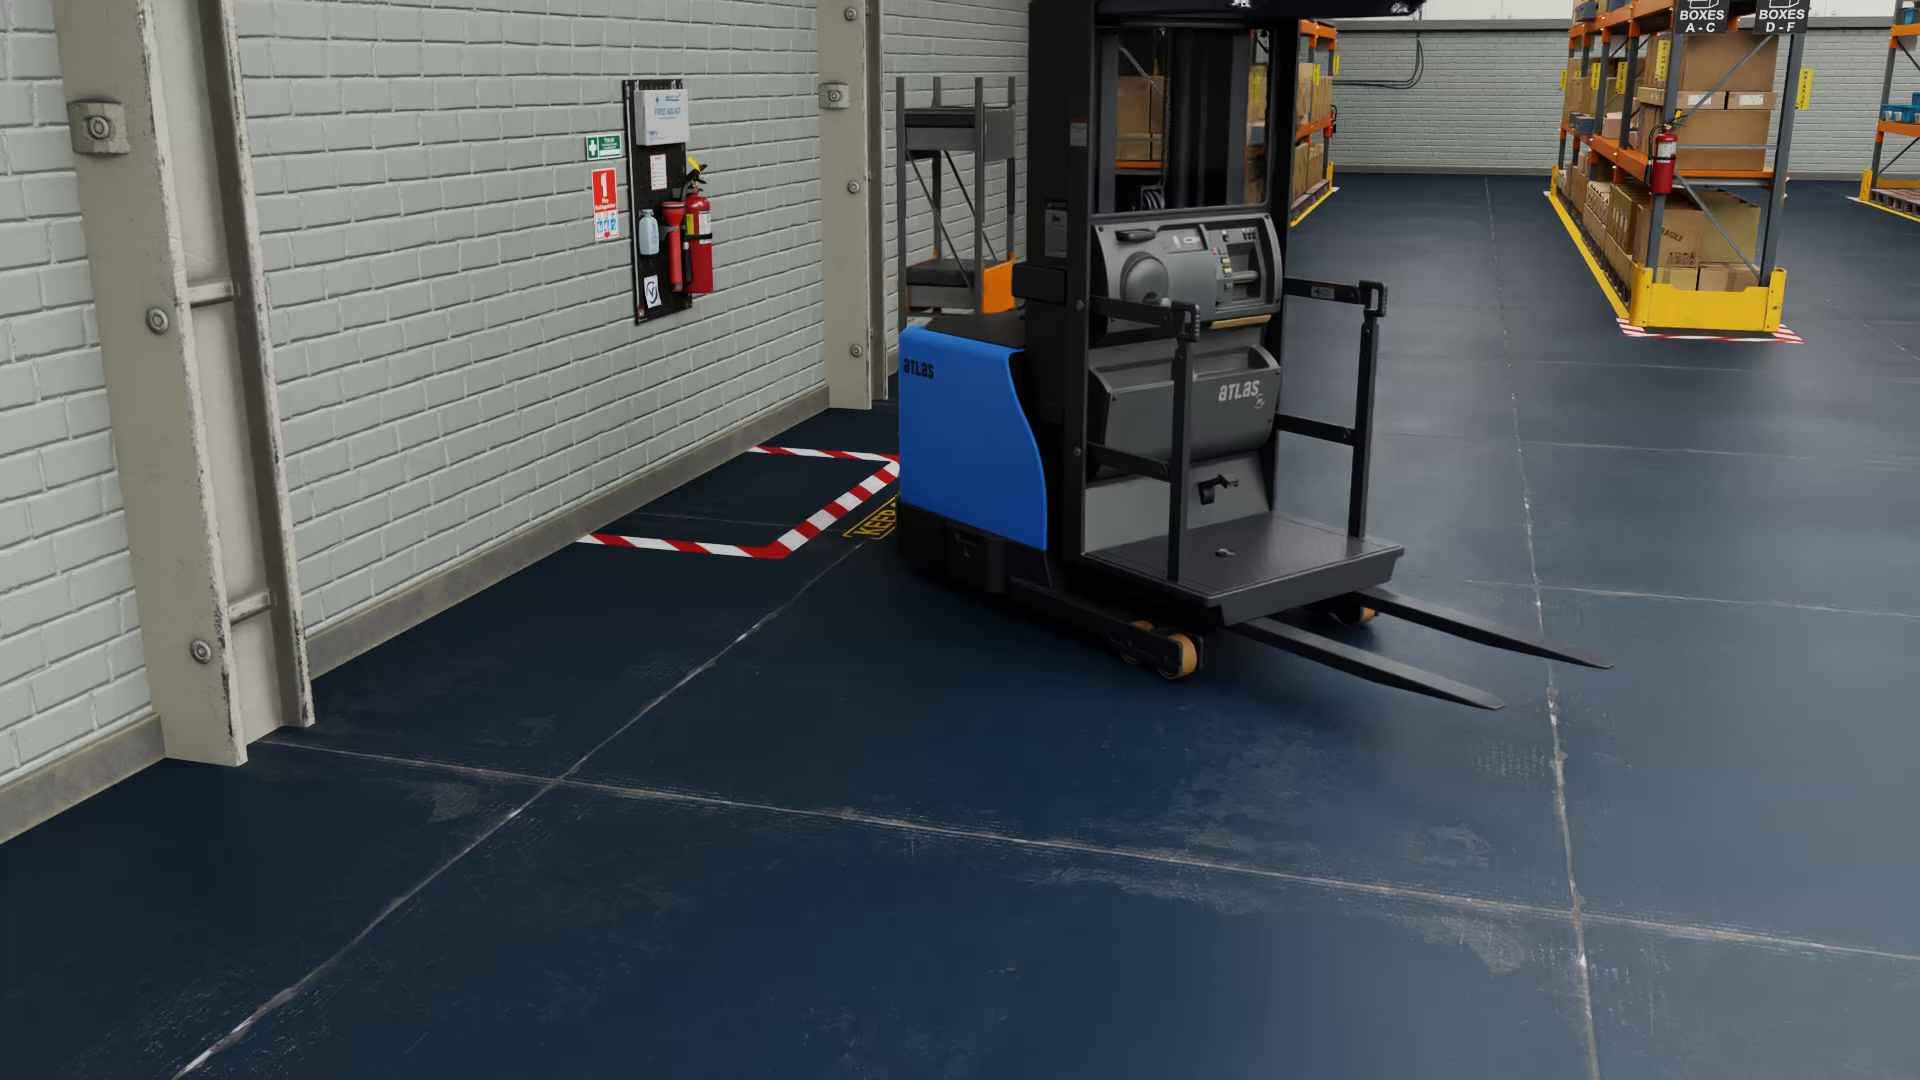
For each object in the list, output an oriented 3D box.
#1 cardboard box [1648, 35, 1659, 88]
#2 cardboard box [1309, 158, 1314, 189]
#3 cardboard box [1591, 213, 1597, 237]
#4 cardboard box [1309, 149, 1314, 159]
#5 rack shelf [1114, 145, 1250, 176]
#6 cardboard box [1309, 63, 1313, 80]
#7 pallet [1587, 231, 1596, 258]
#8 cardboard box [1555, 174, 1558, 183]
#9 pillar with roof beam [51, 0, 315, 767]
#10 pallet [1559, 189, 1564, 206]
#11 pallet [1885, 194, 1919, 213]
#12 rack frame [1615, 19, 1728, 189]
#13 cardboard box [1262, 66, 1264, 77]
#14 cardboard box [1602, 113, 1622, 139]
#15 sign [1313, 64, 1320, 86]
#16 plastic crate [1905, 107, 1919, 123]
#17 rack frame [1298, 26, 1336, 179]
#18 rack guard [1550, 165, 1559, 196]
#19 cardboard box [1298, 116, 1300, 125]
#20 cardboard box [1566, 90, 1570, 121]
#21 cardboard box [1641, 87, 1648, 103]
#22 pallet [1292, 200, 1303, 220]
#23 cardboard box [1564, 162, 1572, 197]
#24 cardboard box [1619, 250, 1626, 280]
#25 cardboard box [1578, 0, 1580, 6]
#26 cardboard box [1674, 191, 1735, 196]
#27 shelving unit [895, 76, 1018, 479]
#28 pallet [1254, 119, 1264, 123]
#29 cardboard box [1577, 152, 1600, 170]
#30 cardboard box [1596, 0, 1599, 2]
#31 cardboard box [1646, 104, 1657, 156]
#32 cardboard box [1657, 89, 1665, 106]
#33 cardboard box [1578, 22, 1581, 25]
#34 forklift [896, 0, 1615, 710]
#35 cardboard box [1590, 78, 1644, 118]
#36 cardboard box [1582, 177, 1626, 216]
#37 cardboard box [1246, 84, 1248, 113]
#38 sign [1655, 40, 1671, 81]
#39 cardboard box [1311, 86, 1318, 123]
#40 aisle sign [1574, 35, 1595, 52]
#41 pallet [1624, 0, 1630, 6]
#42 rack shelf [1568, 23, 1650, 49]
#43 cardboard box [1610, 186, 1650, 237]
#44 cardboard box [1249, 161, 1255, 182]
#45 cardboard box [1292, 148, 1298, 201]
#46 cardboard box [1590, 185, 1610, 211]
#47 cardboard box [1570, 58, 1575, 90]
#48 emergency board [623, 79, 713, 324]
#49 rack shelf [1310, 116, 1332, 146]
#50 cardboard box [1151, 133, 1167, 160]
[{"bbox_3d":[7.274,-4.762,16.560,0.700,0.500,0.500,5,16,16],"label":"cardboard box"},{"bbox_3d":[5.517,-6.133,27.766,0.700,0.500,0.500,4,16,15],"label":"cardboard box"},{"bbox_3d":[7.813,-3.748,19.815,0.500,0.250,0.500,5,17,17],"label":"cardboard box"},{"bbox_3d":[5.643,-6.389,27.481,0.380,0.149,0.250,5,17,18],"label":"cardboard box"},{"bbox_3d":[2.218,-3.852,17.232,1.077,0.370,4.000,5,16,16],"label":"rack shelf"},{"bbox_3d":[5.172,-7.234,25.698,0.500,0.250,0.500,5,17,17],"label":"cardboard box"},{"bbox_3d":[8.054,-3.513,19.828,1.003,0.211,1.213,5,16,16],"label":"pallet"},{"bbox_3d":[10.499,-6.235,28.733,0.380,0.149,0.250,5,16,16],"label":"cardboard box"},{"bbox_3d":[1.737,-3.338,3.107,9.100,9.000,0.400,5,16,16],"label":"pillar with roof beam"},{"bbox_3d":[10.351,-5.590,27.150,1.003,0.211,1.213,5,16,16],"label":"pallet"},{"bbox_3d":[15.075,-5.220,25.848,1.003,0.211,1.213,5,16,16],"label":"pallet"},{"bbox_3d":[7.537,-4.338,17.628,1.000,3.000,0.127,5,16,16],"label":"rack frame"},{"bbox_3d":[3.854,-6.247,22.180,0.380,0.149,0.250,2,16,9],"label":"cardboard box"},{"bbox_3d":[8.234,-5.123,20.558,0.500,0.311,0.500,4,16,15],"label":"cardboard box"},{"bbox_3d":[5.583,-7.294,26.071,0.100,0.325,0.005,5,16,16],"label":"sign"},{"bbox_3d":[14.850,-6.579,25.724,0.416,0.233,0.300,5,16,16],"label":"plastic crate"},{"bbox_3d":[6.197,-7.861,30.047,1.000,3.000,0.127,5,16,16],"label":"rack frame"},{"bbox_3d":[10.925,-6.255,28.968,1.175,0.500,0.348,5,16,16],"label":"rack guard"},{"bbox_3d":[4.917,-6.328,25.067,0.380,0.149,0.250,5,16,16],"label":"cardboard box"},{"bbox_3d":[10.281,-7.164,27.406,0.500,0.500,0.500,5,16,16],"label":"cardboard box"},{"bbox_3d":[7.132,-4.510,16.861,0.380,0.149,0.250,4,16,14],"label":"cardboard box"},{"bbox_3d":[4.568,-4.945,24.877,1.003,0.211,1.213,5,16,16],"label":"pallet"},{"bbox_3d":[9.700,-5.612,25.891,0.500,0.500,0.500,5,16,16],"label":"cardboard box"},{"bbox_3d":[6.540,-2.597,15.758,0.500,0.250,0.500,5,16,16],"label":"cardboard box"},{"bbox_3d":[10.121,-8.583,26.454,0.500,0.250,0.500,5,16,16],"label":"cardboard box"},{"bbox_3d":[7.323,-3.179,16.436,0.500,0.500,0.500,5,16,16],"label":"cardboard box"},{"bbox_3d":[-0.011,-1.080,7.788,0.431,2.100,0.503,5,17,18],"label":"shelving unit"},{"bbox_3d":[3.400,-5.155,20.857,1.003,0.211,1.213,5,16,16],"label":"pallet"},{"bbox_3d":[9.155,-5.432,23.884,0.500,0.250,0.500,5,16,16],"label":"cardboard box"},{"bbox_3d":[9.597,-8.047,24.069,0.600,0.600,0.600,3,16,11],"label":"cardboard box"},{"bbox_3d":[7.127,-4.000,16.253,0.700,0.500,0.500,5,17,17],"label":"cardboard box"},{"bbox_3d":[6.693,-4.106,15.435,0.380,0.149,0.250,5,17,17],"label":"cardboard box"},{"bbox_3d":[9.980,-8.212,26.061,0.500,0.250,0.500,5,16,16],"label":"cardboard box"},{"bbox_3d":[1.010,-1.055,6.177,1.130,2.935,3.031,-12,20,-36],"label":"forklift"},{"bbox_3d":[8.745,-5.809,21.858,0.700,0.500,0.500,-1,16,-3],"label":"cardboard box"},{"bbox_3d":[8.714,-4.657,22.525,0.500,0.500,0.500,5,17,18],"label":"cardboard box"},{"bbox_3d":[2.812,-4.741,17.912,0.500,0.500,0.500,5,16,16],"label":"cardboard box"},{"bbox_3d":[5.884,-4.009,13.909,0.100,0.325,0.005,5,16,16],"label":"sign"},{"bbox_3d":[5.230,-7.100,26.813,0.980,0.700,0.700,5,17,17],"label":"cardboard box"},{"bbox_3d":[10.685,-8.769,28.485,0.394,0.787,0.004,5,16,16],"label":"aisle sign"},{"bbox_3d":[8.252,-6.260,19.251,1.003,0.211,1.213,5,17,18],"label":"pallet"},{"bbox_3d":[10.379,-8.052,26.541,1.077,0.370,4.000,5,16,16],"label":"rack shelf"},{"bbox_3d":[6.970,-3.350,17.038,0.500,0.500,0.500,5,16,16],"label":"cardboard box"},{"bbox_3d":[3.546,-4.801,21.660,0.500,0.250,0.500,5,17,17],"label":"cardboard box"},{"bbox_3d":[4.513,-5.347,24.353,0.750,0.750,0.750,5,16,16],"label":"cardboard box"},{"bbox_3d":[7.955,-4.148,20.199,0.500,0.311,0.500,4,16,14],"label":"cardboard box"},{"bbox_3d":[10.136,-7.511,26.796,0.500,0.500,0.500,4,16,15],"label":"cardboard box"},{"bbox_3d":[-1.425,-1.712,8.368,0.194,1.169,0.643,5,16,16],"label":"emergency board"},{"bbox_3d":[5.628,-6.992,28.301,1.077,0.370,4.000,5,16,16],"label":"rack shelf"},{"bbox_3d":[2.093,-3.716,15.670,0.500,0.250,0.500,4,16,14],"label":"cardboard box"}]
